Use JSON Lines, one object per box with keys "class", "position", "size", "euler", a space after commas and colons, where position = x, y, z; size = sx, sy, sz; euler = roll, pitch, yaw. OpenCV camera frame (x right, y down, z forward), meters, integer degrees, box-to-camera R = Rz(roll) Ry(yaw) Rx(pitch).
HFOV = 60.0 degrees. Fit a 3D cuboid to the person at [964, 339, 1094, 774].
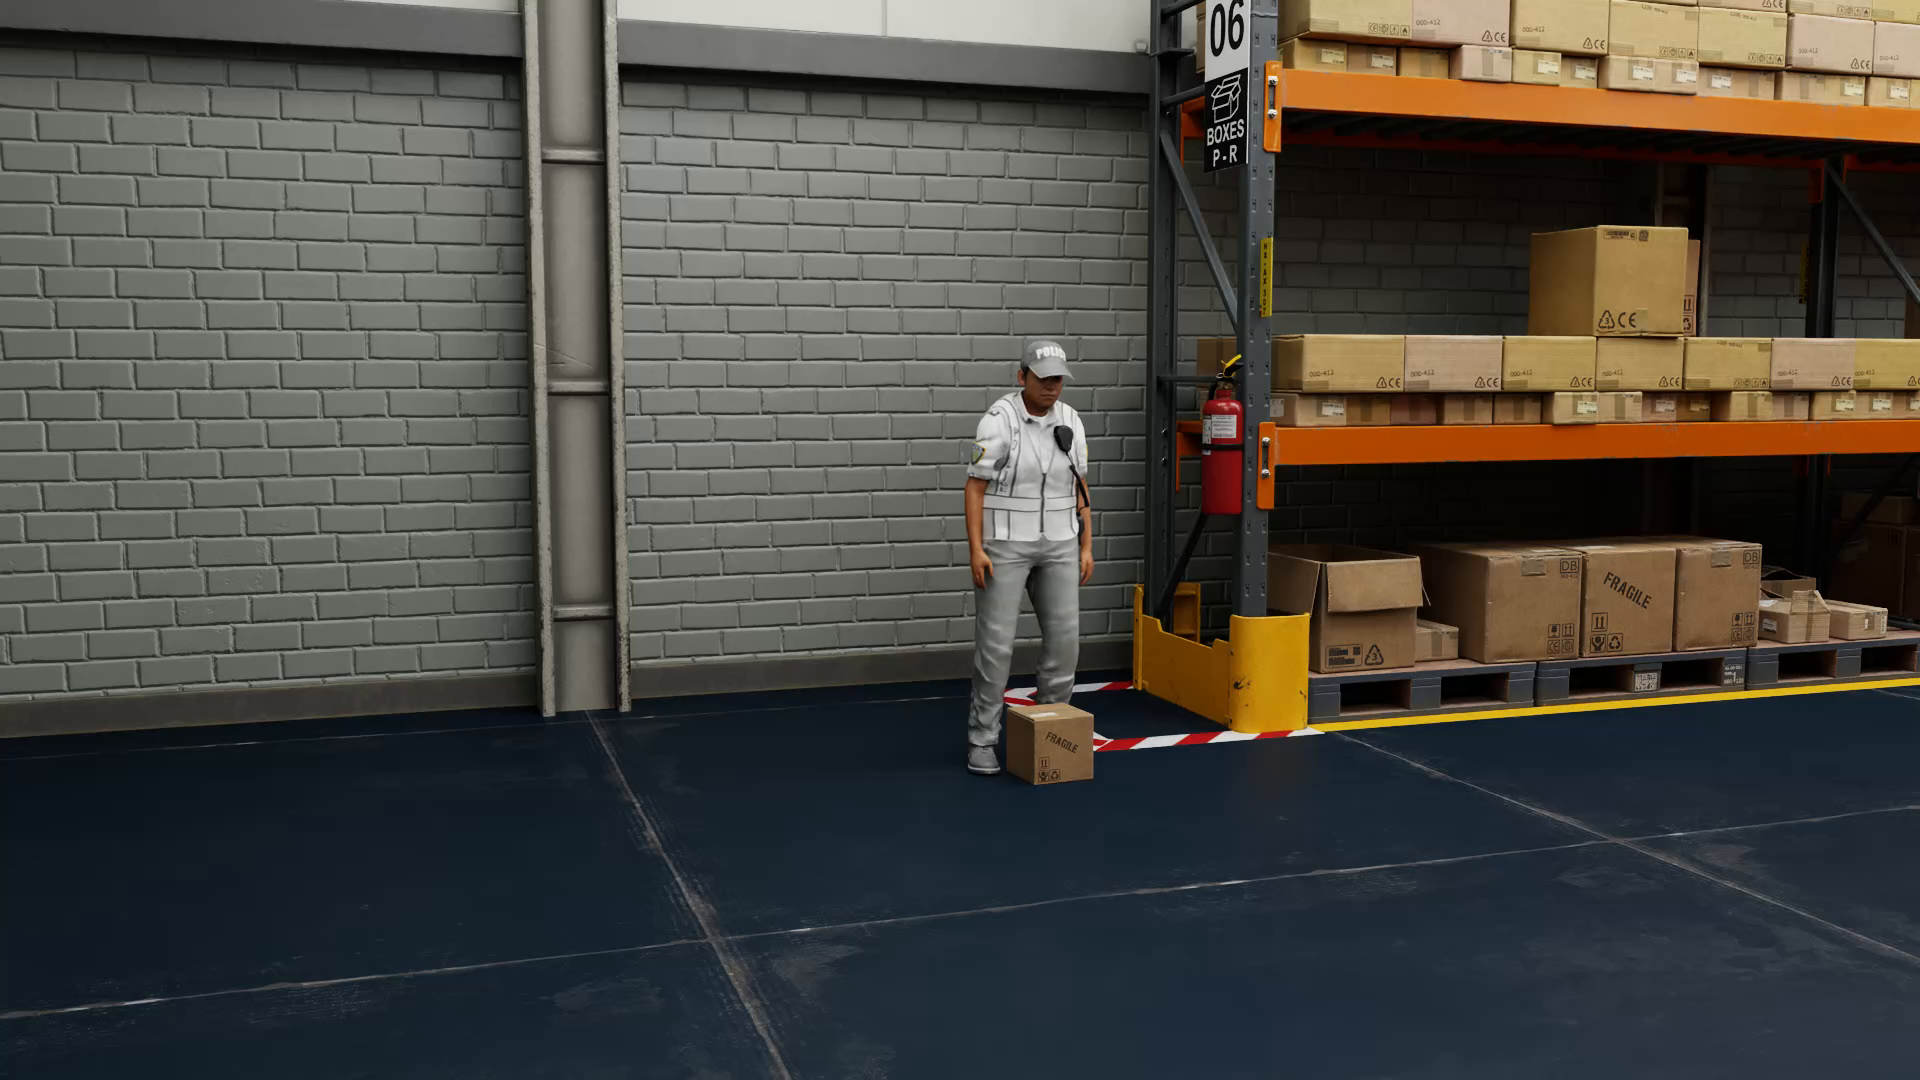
{"class": "person", "position": [0.271, 0.055, 6.503], "size": [0.553, 1.666, 0.471], "euler": [-2, 6, -20]}
